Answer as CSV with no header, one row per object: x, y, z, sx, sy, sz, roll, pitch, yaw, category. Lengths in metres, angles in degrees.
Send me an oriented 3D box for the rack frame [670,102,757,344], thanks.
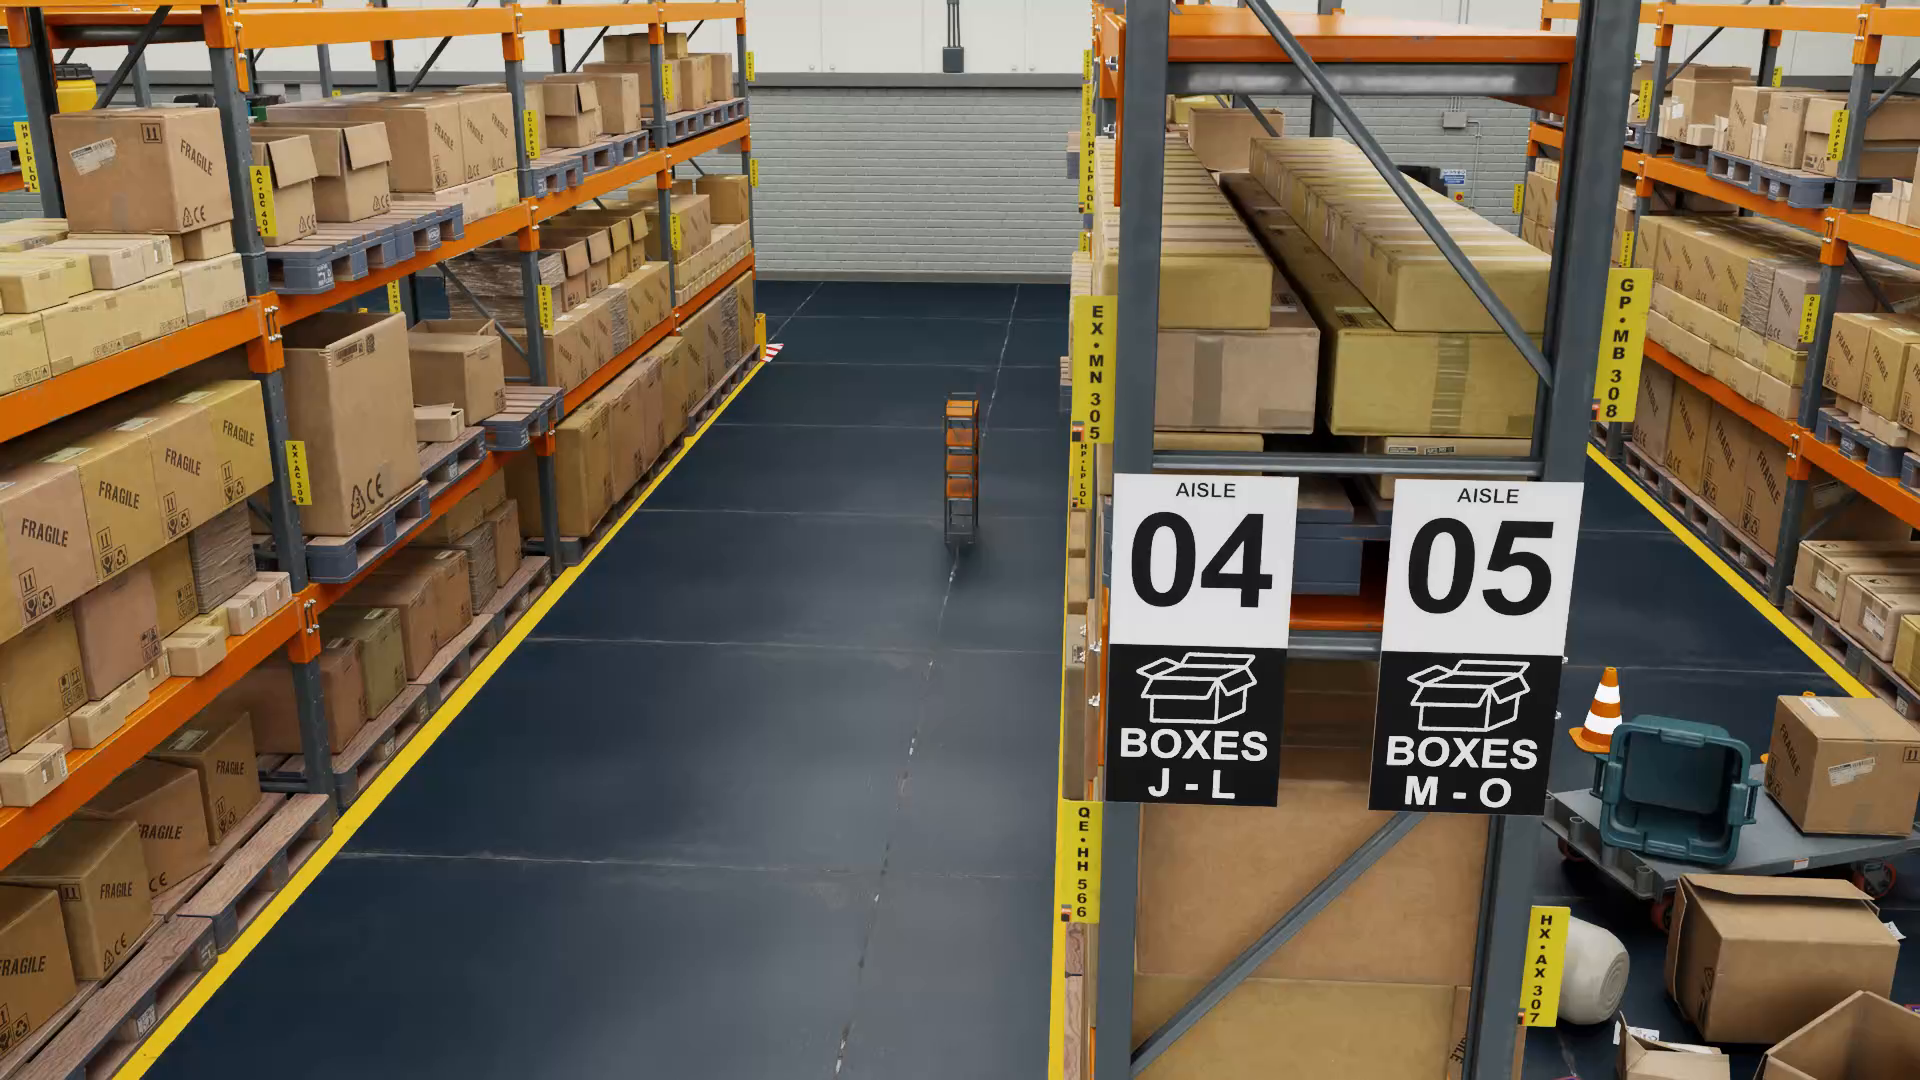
-2.957,-3.656,19.764,1.000,3.000,0.127,1,18,4,rack frame

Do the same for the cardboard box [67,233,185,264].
-3.662,-1.284,7.309,0.380,0.149,0.250,1,18,5,cardboard box

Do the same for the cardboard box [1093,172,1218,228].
0.808,-1.384,6.941,0.500,0.250,0.500,1,18,4,cardboard box

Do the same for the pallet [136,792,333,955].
-3.830,1.605,8.185,1.003,0.211,1.213,1,18,4,pallet

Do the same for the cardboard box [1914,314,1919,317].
6.599,-1.191,10.929,0.500,0.500,0.500,1,18,2,cardboard box

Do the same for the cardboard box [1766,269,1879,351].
6.130,-1.639,11.843,0.500,0.500,0.500,1,18,2,cardboard box

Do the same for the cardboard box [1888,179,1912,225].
6.144,-2.139,10.531,0.396,0.266,0.258,1,18,4,cardboard box

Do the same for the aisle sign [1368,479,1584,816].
1.130,0.249,3.672,0.394,0.787,0.004,1,18,4,aisle sign

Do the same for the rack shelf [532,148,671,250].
-3.387,-2.876,13.722,1.077,0.370,4.000,1,18,4,rack shelf

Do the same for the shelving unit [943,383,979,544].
0.012,-0.622,13.393,0.258,1.200,0.503,1,18,4,shelving unit

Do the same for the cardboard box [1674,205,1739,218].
6.917,-2.858,15.561,0.500,0.500,0.500,1,18,4,cardboard box

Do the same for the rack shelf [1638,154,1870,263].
6.497,-2.655,13.047,1.077,0.370,4.000,1,18,4,rack shelf

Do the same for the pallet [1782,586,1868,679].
6.297,0.617,11.200,1.003,0.211,1.213,1,18,4,pallet

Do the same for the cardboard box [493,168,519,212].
-3.320,-2.373,11.270,0.500,0.250,0.500,1,18,4,cardboard box

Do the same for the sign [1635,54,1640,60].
7.468,-5.227,18.446,0.100,0.325,0.005,1,18,4,sign

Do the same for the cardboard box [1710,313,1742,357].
6.185,-1.591,12.901,0.500,0.250,0.500,1,18,2,cardboard box

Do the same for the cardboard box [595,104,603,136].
-3.412,-3.658,14.420,0.500,0.311,0.500,1,18,2,cardboard box

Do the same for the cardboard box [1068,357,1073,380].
0.986,-1.273,12.220,0.380,0.149,0.250,2,18,5,cardboard box

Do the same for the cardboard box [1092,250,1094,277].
0.722,-1.077,6.643,0.380,0.149,0.250,1,18,4,cardboard box

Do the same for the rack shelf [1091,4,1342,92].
1.266,-2.727,9.092,1.077,0.370,4.000,1,18,4,rack shelf

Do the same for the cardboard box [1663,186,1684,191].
6.901,-3.276,15.796,0.380,0.149,0.250,1,18,3,cardboard box

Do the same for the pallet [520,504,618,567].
-3.399,-0.090,13.357,1.003,0.211,1.213,1,18,4,pallet

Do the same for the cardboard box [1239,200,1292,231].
1.269,-1.059,5.948,0.500,0.250,0.500,1,18,3,cardboard box

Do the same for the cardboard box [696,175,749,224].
-2.730,-3.925,19.144,0.500,0.500,0.500,2,18,5,cardboard box

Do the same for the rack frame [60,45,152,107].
-8.184,-5.375,15.376,1.000,3.000,0.127,1,18,4,rack frame

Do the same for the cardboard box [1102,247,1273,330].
0.522,-0.589,3.874,0.380,0.149,0.250,1,18,4,cardboard box

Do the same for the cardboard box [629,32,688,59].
-3.112,-5.105,17.169,0.500,0.250,0.500,1,18,2,cardboard box

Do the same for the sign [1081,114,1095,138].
0.868,-2.713,11.239,0.100,0.325,0.005,1,18,4,sign

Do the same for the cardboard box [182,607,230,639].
-3.645,0.417,7.736,0.380,0.149,0.250,1,18,4,cardboard box

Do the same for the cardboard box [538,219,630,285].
-3.342,-2.527,14.545,0.797,0.503,0.637,1,18,5,cardboard box

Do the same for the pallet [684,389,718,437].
-3.111,-1.323,17.122,1.003,0.211,1.213,1,18,4,pallet

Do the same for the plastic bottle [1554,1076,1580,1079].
2.413,2.200,6.610,0.283,0.061,0.133,-5,19,-15,plastic bottle

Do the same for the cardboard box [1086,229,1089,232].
1.460,-3.088,15.785,0.500,0.500,0.500,1,18,2,cardboard box

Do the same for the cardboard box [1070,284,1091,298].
1.082,-1.956,13.350,0.380,0.149,0.250,2,18,7,cardboard box

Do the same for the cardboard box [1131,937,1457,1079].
0.817,1.268,4.496,0.875,0.550,0.550,1,18,4,cardboard box

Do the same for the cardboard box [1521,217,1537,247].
6.607,-3.340,18.638,0.500,0.500,0.500,1,18,3,cardboard box

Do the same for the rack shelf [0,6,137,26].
-8.327,-4.222,13.654,1.077,0.370,4.000,1,18,4,rack shelf

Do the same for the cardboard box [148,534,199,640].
-3.982,0.175,7.434,0.875,0.500,0.500,1,18,4,cardboard box

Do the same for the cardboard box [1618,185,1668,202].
6.500,-3.283,15.817,0.380,0.149,0.250,1,18,4,cardboard box

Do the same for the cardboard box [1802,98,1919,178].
6.231,-2.745,11.325,0.797,0.503,0.637,0,18,1,cardboard box

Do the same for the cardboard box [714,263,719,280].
-2.781,-2.863,17.747,0.380,0.149,0.250,1,18,2,cardboard box

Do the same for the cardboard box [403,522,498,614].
-3.586,0.188,11.339,0.700,0.500,0.500,0,18,-1,cardboard box

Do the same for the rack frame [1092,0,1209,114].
1.696,-5.123,14.605,1.000,3.000,0.127,1,18,4,rack frame

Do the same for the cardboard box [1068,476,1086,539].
1.276,0.027,11.461,1.050,0.750,0.750,1,18,3,cardboard box

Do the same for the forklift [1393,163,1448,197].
3.259,-1.337,12.796,1.130,2.935,3.031,1,18,3,forklift

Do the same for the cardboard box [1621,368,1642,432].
6.793,-1.367,16.219,0.875,0.438,0.875,1,18,3,cardboard box

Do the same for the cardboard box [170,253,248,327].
-3.589,-1.136,7.496,0.500,0.250,0.500,2,18,6,cardboard box

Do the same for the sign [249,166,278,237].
-3.275,-1.591,7.812,0.100,0.325,0.005,1,18,4,sign

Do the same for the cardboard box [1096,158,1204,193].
0.687,-1.297,6.035,0.380,0.149,0.250,1,18,5,cardboard box

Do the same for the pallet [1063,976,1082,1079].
0.905,2.152,6.515,1.003,0.211,1.213,1,18,4,pallet

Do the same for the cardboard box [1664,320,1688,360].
6.258,-1.671,13.946,0.500,0.250,0.500,1,18,3,cardboard box

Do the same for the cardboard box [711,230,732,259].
-2.800,-3.254,18.300,0.500,0.250,0.500,1,18,2,cardboard box

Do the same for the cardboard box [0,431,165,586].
-3.646,-0.137,6.779,0.500,0.500,0.500,1,18,4,cardboard box

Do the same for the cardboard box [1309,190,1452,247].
1.270,-0.968,5.031,0.380,0.149,0.250,1,18,3,cardboard box

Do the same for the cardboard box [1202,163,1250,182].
1.468,-1.972,9.188,0.396,0.266,0.258,1,18,4,cardboard box

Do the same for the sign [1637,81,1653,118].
6.087,-3.913,14.774,0.100,0.325,0.005,1,18,4,sign
